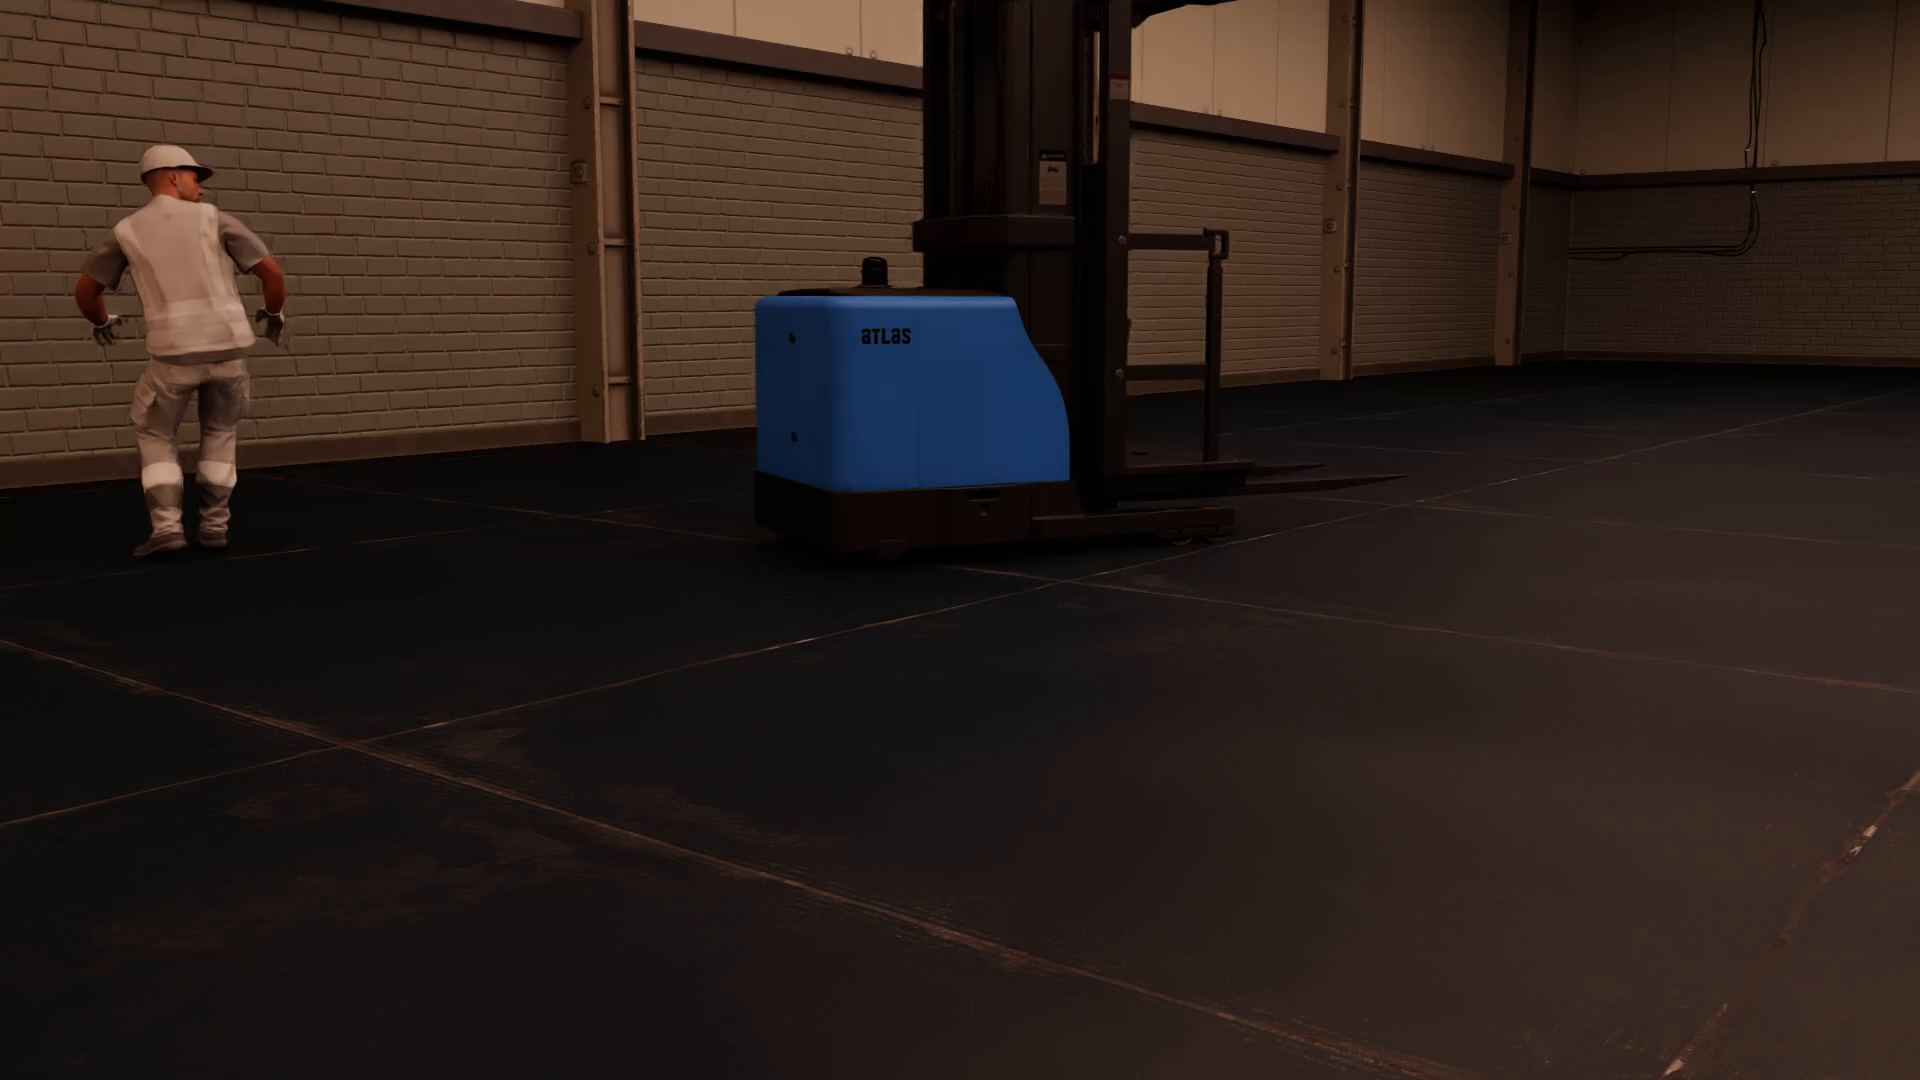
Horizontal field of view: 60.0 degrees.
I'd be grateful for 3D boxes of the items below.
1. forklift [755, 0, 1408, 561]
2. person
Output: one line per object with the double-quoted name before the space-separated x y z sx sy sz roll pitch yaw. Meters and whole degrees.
"forklift" 0.646 -1.488 7.449 3.031 2.935 1.130 -4 9 -25
"person" -3.265 -0.793 7.019 0.802 1.706 0.703 -5 10 -30
